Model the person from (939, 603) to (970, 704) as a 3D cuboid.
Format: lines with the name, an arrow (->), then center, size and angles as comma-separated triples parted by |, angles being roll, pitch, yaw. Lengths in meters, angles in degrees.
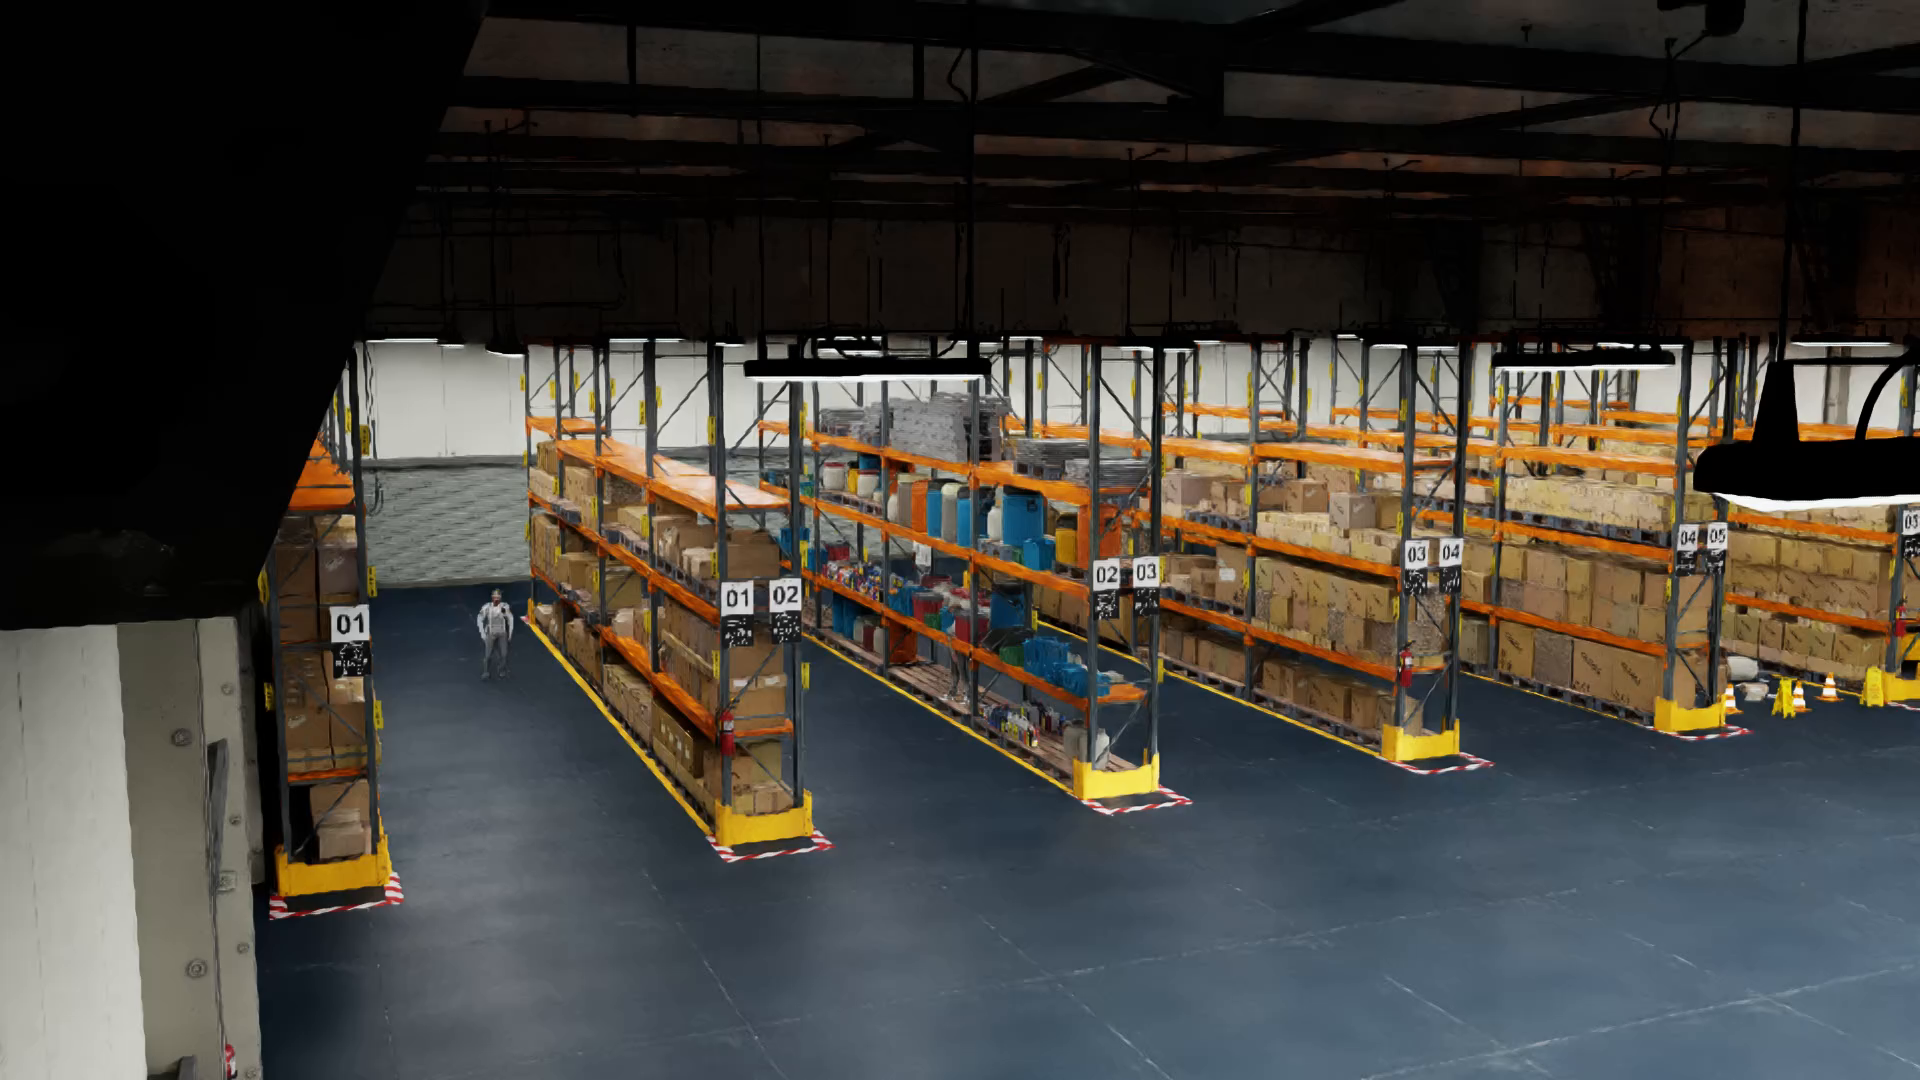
person -> -0.063, 1.797, 26.551 | 0.501, 1.594, 0.516 | -2, 8, -11

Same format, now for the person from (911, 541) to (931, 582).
person -> -0.767, 0.514, 37.400 | 0.575, 1.689, 1.128 | -3, 8, -24

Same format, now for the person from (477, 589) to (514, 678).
person -> -8.182, 1.640, 29.318 | 0.639, 1.632, 0.506 | -3, 8, -24
